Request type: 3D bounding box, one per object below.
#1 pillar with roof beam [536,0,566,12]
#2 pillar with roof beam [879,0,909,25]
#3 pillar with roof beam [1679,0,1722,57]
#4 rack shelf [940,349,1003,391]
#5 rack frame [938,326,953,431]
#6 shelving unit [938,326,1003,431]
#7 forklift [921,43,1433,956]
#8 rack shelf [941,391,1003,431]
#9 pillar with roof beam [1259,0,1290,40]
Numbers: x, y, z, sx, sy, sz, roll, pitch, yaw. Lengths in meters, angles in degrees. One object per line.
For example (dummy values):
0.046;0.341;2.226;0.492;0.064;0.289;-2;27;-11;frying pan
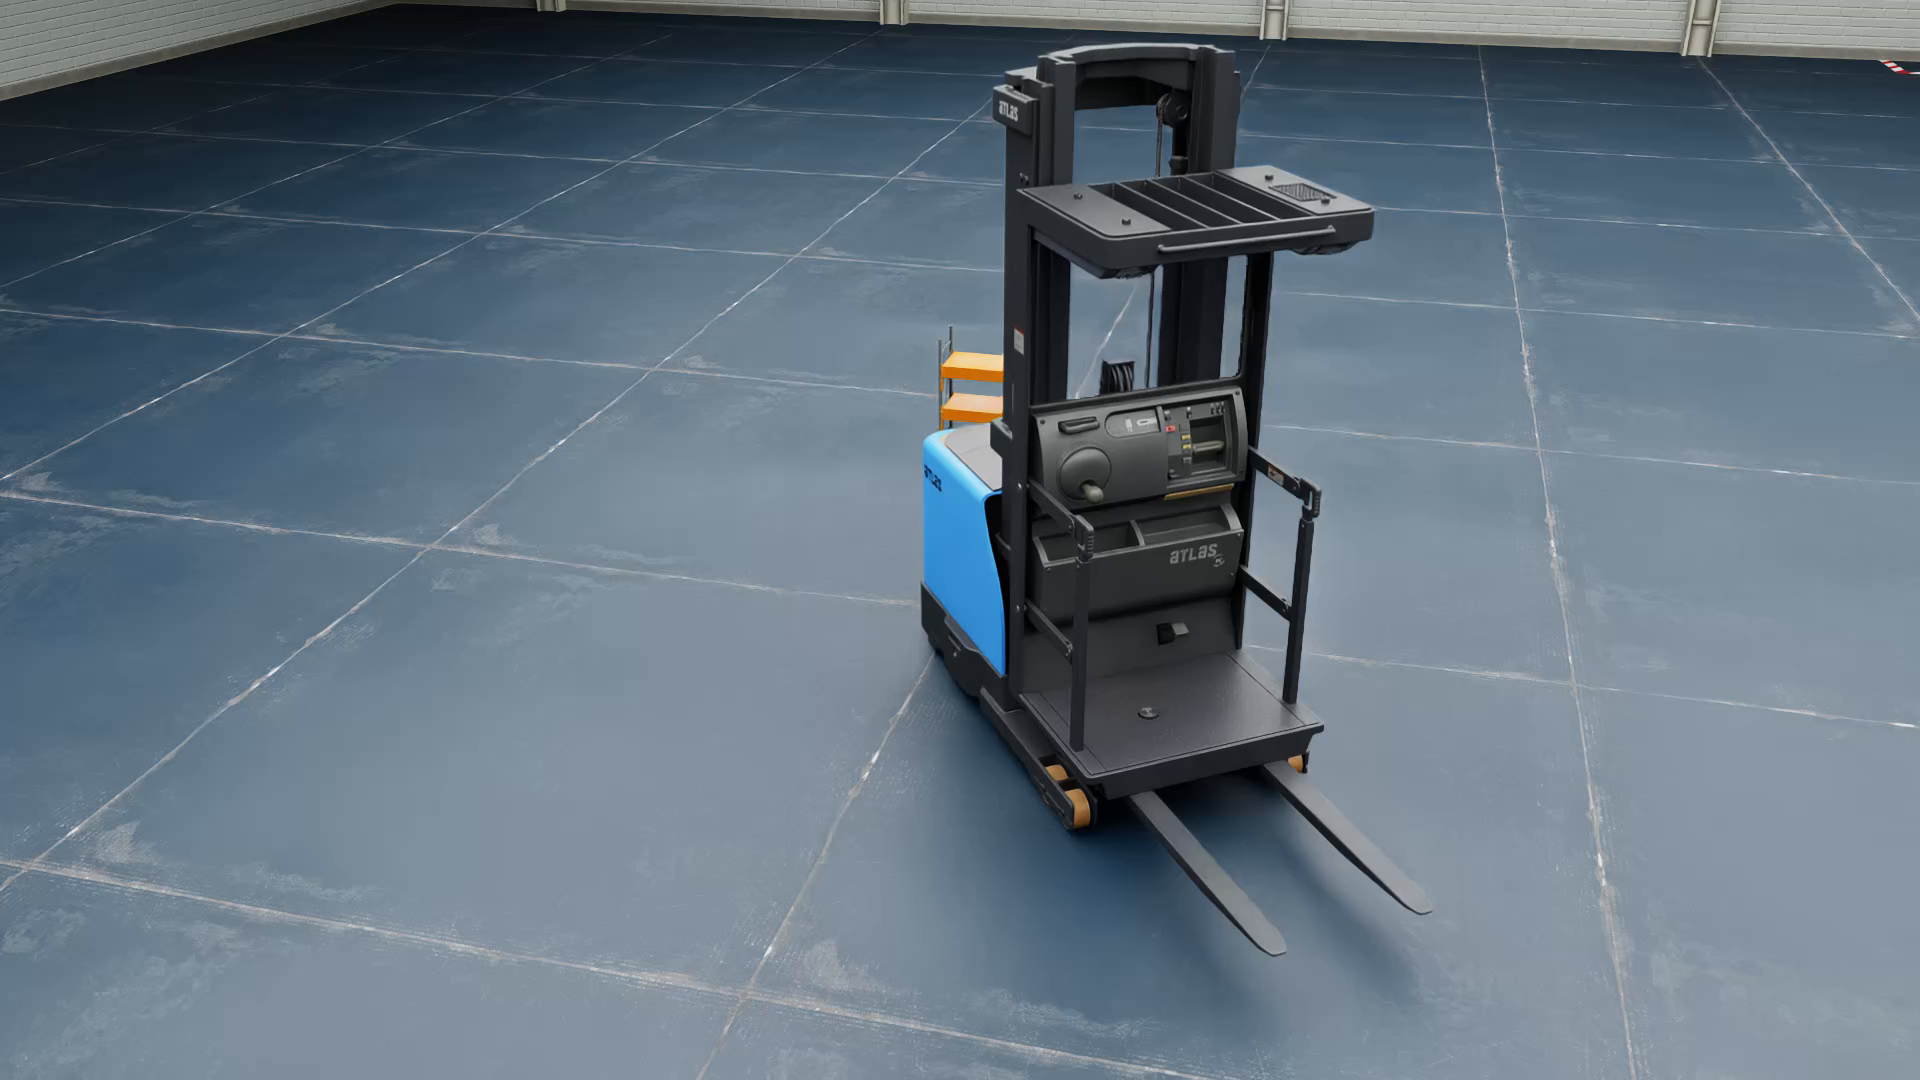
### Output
-7.932;-11.182;22.268;0.400;9.000;9.100;6;26;13;pillar with roof beam
-2.121;-10.539;20.919;0.400;9.000;9.100;6;26;13;pillar with roof beam
9.501;-9.255;18.220;0.400;9.000;9.100;6;26;13;pillar with roof beam
0.160;-0.879;8.786;0.480;0.148;0.258;6;26;13;rack shelf
-0.076;-0.550;9.010;0.015;1.200;0.240;6;26;13;rack frame
0.160;-0.524;8.955;0.503;1.200;0.258;6;26;13;shelving unit
0.826;-0.348;6.572;1.130;2.935;3.031;-10;27;-20;forklift
0.160;-0.665;8.888;0.480;0.148;0.258;6;26;13;rack shelf
3.690;-9.897;19.569;0.400;9.000;9.100;6;26;13;pillar with roof beam
